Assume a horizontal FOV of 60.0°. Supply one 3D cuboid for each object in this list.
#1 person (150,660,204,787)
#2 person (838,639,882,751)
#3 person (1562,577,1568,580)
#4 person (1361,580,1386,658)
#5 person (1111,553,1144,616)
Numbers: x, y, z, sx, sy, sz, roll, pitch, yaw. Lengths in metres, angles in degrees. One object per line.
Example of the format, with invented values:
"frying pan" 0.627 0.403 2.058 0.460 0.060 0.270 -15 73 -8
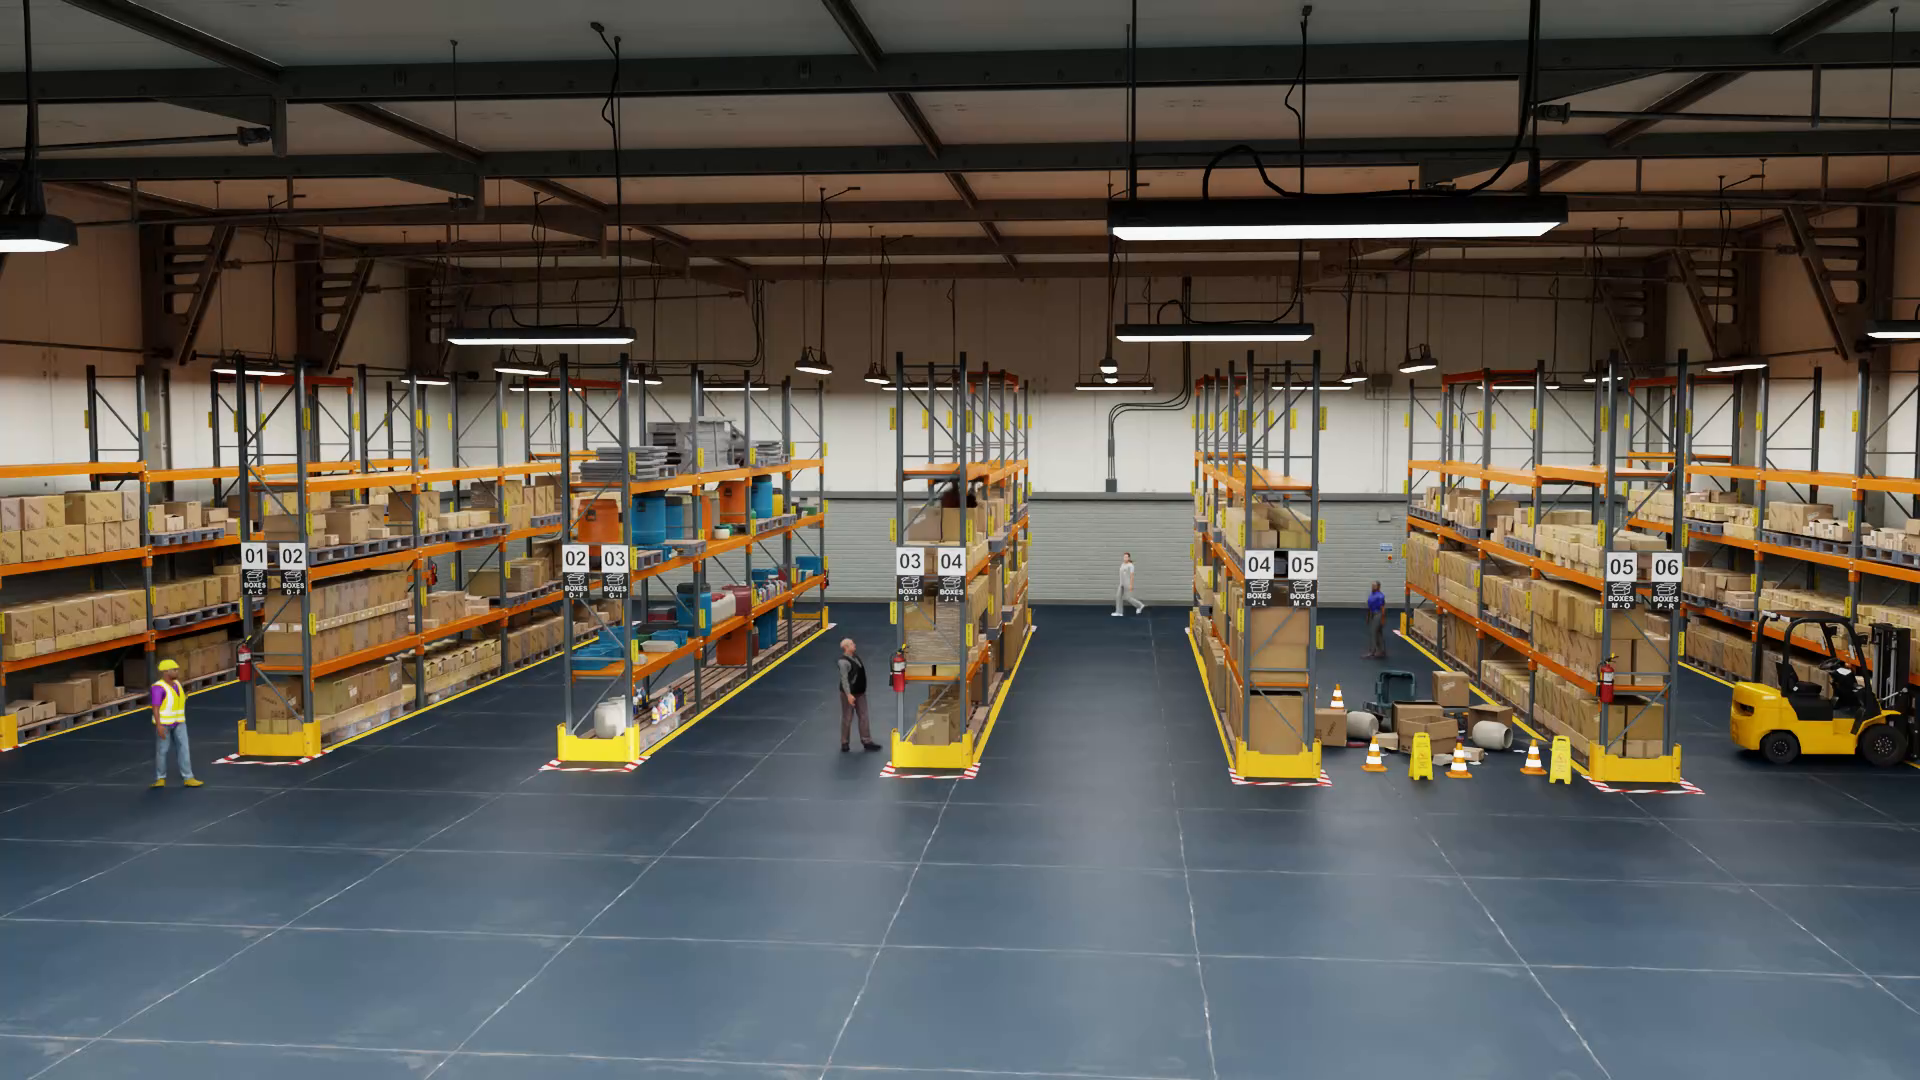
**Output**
"person" -10.776 2.513 22.749 0.644 1.761 0.595 2 5 30
"person" -1.560 2.356 25.343 0.572 1.705 0.609 3 5 37
"person" 14.440 1.287 39.225 0.494 1.713 0.610 -4 5 -41
"person" 8.786 1.677 35.326 0.607 1.645 0.502 0 4 0
"person" 4.274 1.140 42.687 0.792 1.638 0.480 -2 5 -26
